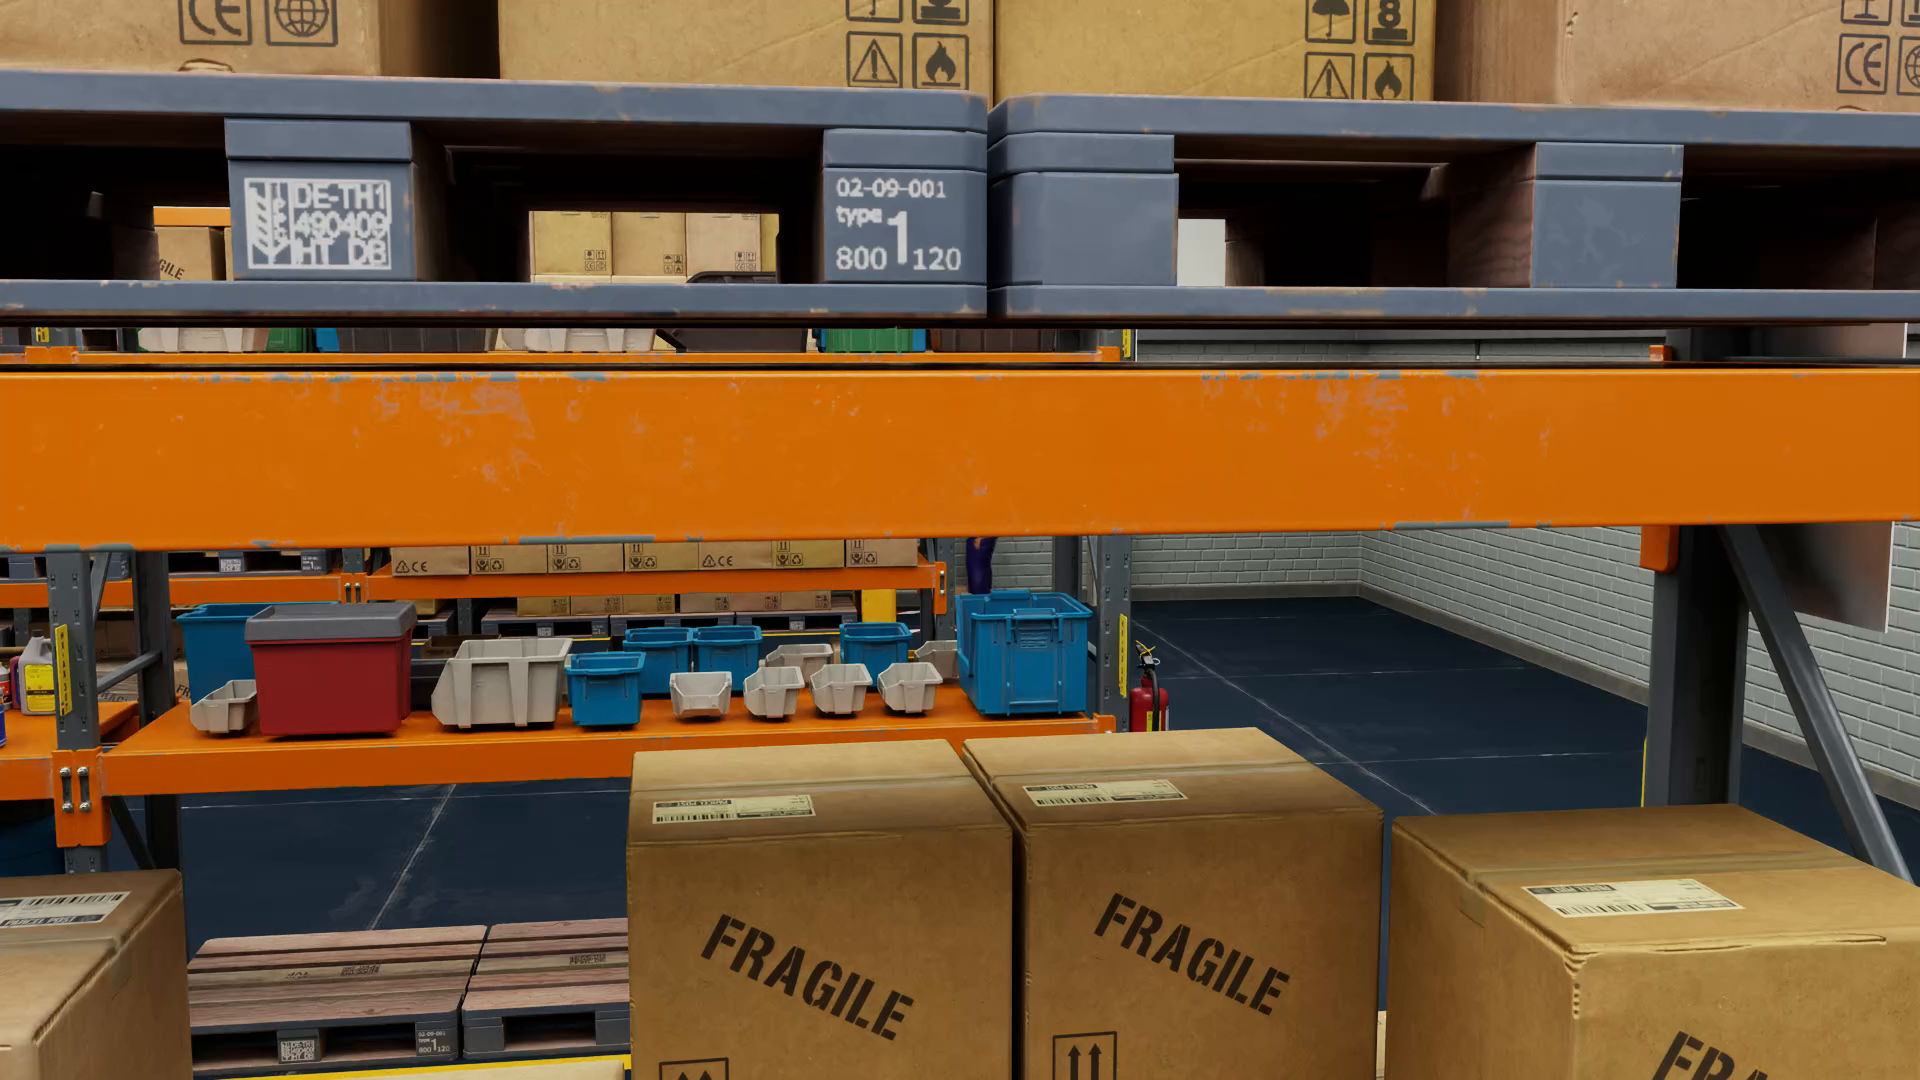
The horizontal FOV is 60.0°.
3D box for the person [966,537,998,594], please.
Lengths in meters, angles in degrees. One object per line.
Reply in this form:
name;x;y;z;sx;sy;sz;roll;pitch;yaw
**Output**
person;0.195;-0.047;17.767;0.420;1.660;0.513;2;7;13
